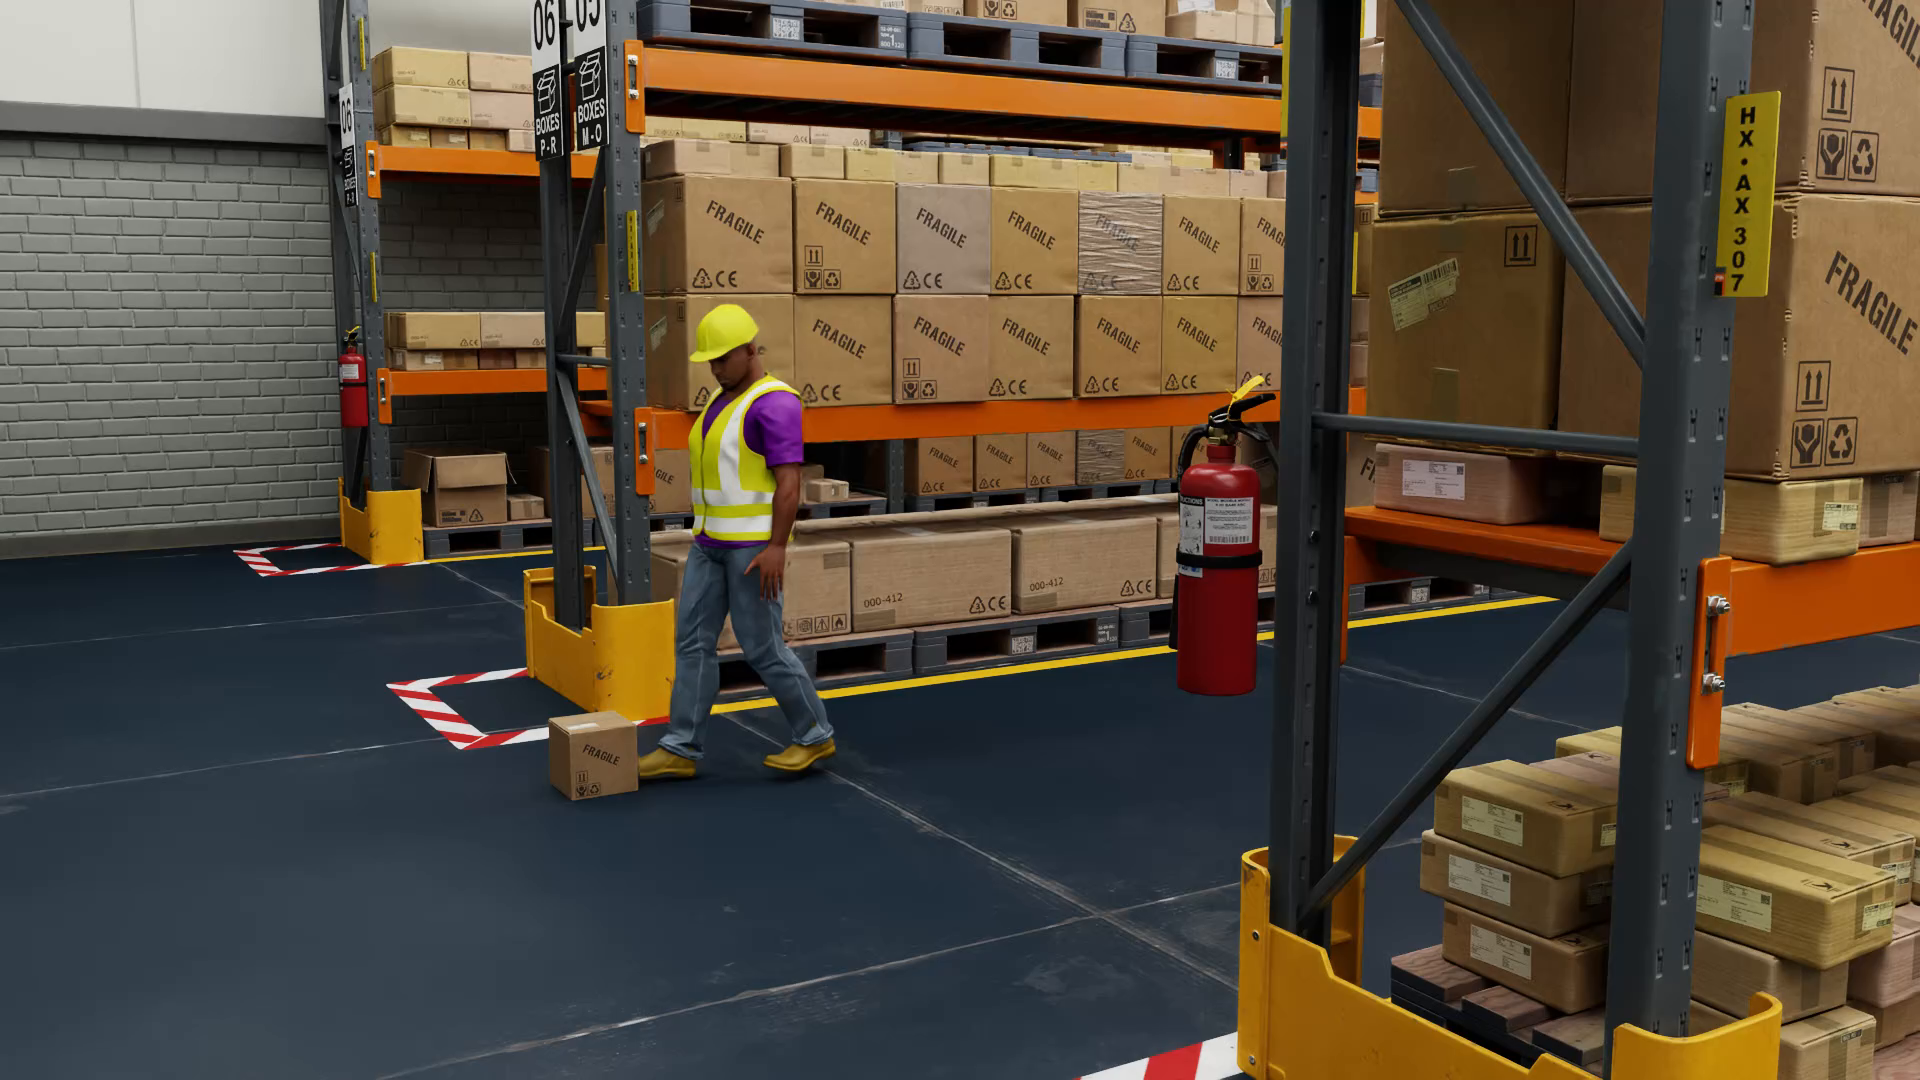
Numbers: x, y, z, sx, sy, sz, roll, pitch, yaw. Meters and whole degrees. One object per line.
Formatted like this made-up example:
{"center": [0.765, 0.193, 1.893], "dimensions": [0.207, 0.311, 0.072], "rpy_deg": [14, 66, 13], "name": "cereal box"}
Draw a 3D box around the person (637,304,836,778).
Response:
{"center": [-0.854, 0.019, 6.084], "dimensions": [0.777, 1.746, 0.618], "rpy_deg": [-6, 10, -34], "name": "person"}
